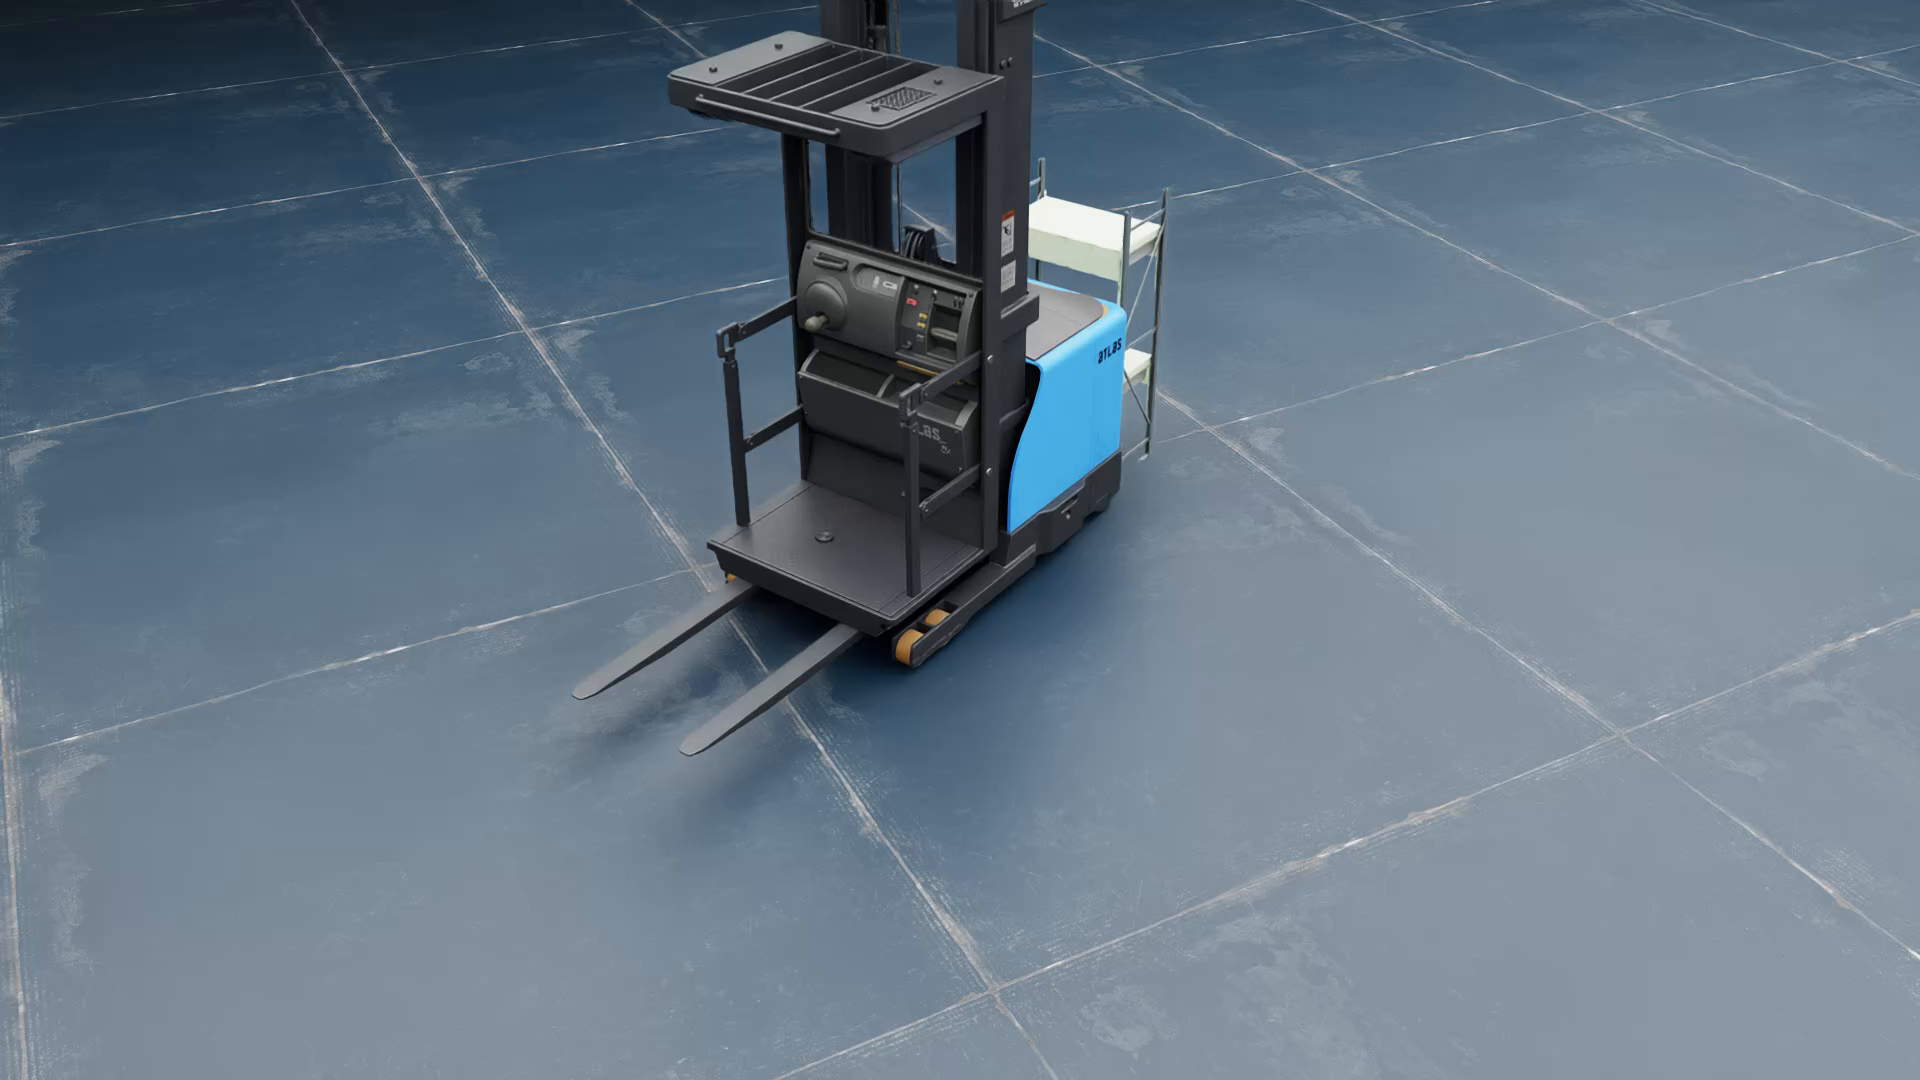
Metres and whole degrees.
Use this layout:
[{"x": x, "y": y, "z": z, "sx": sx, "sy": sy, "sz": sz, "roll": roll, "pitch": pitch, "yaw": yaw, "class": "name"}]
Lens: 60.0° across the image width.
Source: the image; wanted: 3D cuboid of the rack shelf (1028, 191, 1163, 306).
[{"x": 0.609, "y": -1.453, "z": 8.405, "sx": 0.720, "sy": 0.370, "sz": 0.431, "roll": 21, "pitch": 38, "yaw": 30, "class": "rack shelf"}]

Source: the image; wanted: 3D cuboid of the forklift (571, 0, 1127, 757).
[{"x": -0.447, "y": -0.967, "z": 7.043, "sx": 1.130, "sy": 2.935, "sz": 3.031, "roll": 21, "pitch": 38, "yaw": 30, "class": "forklift"}]

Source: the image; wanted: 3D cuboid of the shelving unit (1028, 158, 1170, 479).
[{"x": 0.609, "y": -1.125, "z": 8.615, "sx": 0.755, "sy": 1.500, "sz": 0.431, "roll": 21, "pitch": 38, "yaw": 30, "class": "shelving unit"}]

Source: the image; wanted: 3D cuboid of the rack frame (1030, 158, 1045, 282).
[{"x": 0.312, "y": -1.240, "z": 8.796, "sx": 0.023, "sy": 1.500, "sz": 0.400, "roll": 21, "pitch": 38, "yaw": 30, "class": "rack frame"}]

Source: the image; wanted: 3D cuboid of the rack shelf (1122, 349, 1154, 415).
[{"x": 0.609, "y": -0.850, "z": 8.791, "sx": 0.720, "sy": 0.370, "sz": 0.431, "roll": 21, "pitch": 38, "yaw": 30, "class": "rack shelf"}]

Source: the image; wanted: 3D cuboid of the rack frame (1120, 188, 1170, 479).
[{"x": 0.906, "y": -1.009, "z": 8.435, "sx": 0.023, "sy": 1.500, "sz": 0.400, "roll": 21, "pitch": 38, "yaw": 30, "class": "rack frame"}]
